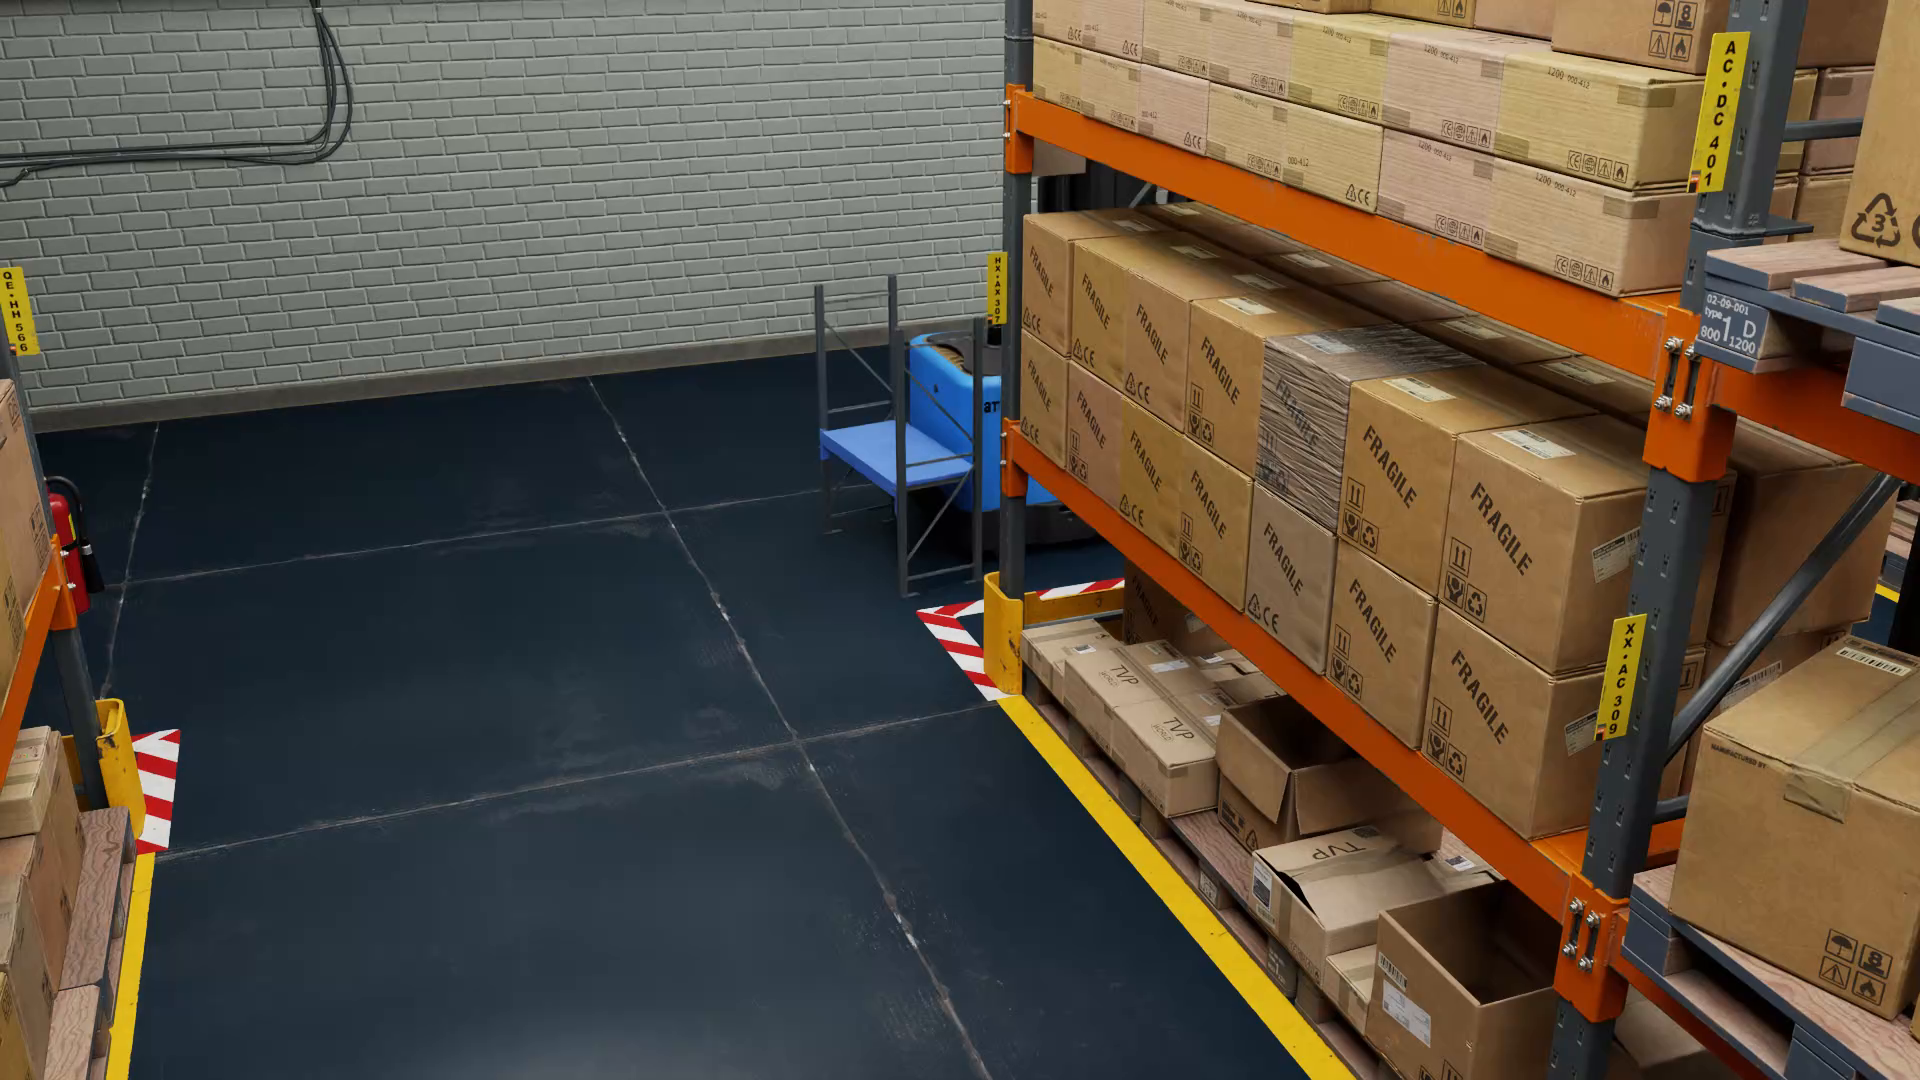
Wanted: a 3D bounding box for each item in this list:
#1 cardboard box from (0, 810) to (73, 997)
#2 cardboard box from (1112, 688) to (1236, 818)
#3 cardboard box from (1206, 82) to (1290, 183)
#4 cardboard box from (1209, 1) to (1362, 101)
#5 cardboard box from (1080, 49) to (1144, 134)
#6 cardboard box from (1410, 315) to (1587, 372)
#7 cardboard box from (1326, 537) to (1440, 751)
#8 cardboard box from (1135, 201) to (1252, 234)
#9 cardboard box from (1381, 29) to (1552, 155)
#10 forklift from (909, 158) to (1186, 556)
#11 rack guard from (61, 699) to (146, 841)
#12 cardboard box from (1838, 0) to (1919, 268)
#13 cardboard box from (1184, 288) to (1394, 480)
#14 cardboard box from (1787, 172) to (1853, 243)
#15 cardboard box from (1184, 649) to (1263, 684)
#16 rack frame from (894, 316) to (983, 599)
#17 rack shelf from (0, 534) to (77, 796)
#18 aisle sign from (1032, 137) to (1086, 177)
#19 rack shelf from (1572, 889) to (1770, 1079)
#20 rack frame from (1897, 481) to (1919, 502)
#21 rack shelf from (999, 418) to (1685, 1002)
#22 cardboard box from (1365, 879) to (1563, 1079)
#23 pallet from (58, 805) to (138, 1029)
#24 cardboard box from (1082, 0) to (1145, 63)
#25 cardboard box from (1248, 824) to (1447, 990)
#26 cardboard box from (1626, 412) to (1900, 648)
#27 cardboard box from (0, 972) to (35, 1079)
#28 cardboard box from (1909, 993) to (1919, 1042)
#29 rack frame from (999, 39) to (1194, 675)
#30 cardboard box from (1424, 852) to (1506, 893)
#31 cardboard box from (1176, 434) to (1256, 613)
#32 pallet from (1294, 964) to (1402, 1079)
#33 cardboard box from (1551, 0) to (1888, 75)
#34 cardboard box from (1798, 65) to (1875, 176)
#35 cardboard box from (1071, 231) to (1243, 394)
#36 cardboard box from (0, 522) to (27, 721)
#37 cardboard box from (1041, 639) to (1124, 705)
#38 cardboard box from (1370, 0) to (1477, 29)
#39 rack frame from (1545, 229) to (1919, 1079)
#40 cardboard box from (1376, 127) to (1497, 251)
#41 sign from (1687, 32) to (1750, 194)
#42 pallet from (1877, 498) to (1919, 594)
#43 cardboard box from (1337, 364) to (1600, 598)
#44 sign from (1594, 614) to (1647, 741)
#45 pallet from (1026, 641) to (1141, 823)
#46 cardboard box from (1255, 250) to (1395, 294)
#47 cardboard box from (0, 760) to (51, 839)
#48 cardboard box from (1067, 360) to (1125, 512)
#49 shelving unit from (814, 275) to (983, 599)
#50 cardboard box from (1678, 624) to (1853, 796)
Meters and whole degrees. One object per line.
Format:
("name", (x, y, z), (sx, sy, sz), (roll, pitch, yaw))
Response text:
("cardboard box", (-3.438, 1.262, 5.573), (0.700, 0.500, 0.500), (-8, 24, -19))
("cardboard box", (0.957, 0.864, 6.812), (0.500, 0.250, 0.500), (-8, 24, -19))
("cardboard box", (1.146, -1.346, 5.413), (0.500, 0.250, 0.500), (-8, 24, -19))
("cardboard box", (1.141, -1.576, 5.314), (0.500, 0.250, 0.500), (-8, 24, -19))
("cardboard box", (0.786, -1.708, 6.272), (0.500, 0.250, 0.500), (-8, 24, -19))
("cardboard box", (1.823, -0.438, 5.510), (0.500, 0.500, 0.500), (-9, 25, -21))
("cardboard box", (1.490, 0.273, 5.110), (0.500, 0.500, 0.500), (-8, 24, -17))
("cardboard box", (1.092, -1.183, 7.279), (0.500, 0.500, 0.500), (-9, 24, -19))
("cardboard box", (1.491, -1.212, 4.451), (0.500, 0.250, 0.500), (-8, 24, -19))
("forklift", (1.257, -1.602, 9.777), (3.031, 2.935, 1.130), (-8, 24, -19))
("rack guard", (-3.964, 1.024, 6.677), (1.175, 0.500, 0.348), (-8, 24, -19))
("cardboard box", (2.199, -0.822, 3.177), (0.600, 0.600, 0.600), (-11, 25, -24))
("cardboard box", (1.132, -0.554, 5.786), (0.500, 0.500, 0.500), (-9, 24, -19))
("cardboard box", (2.150, -0.871, 4.285), (0.500, 0.250, 0.500), (-8, 24, -19))
("cardboard box", (1.159, 0.626, 7.485), (0.380, 0.166, 0.250), (-8, 24, -19))
("rack frame", (-0.107, -0.421, 8.817), (0.500, 1.500, 0.032), (-12, 26, -26))
("rack shelf", (-3.249, 0.939, 4.586), (1.077, 0.370, 4.000), (-8, 24, -19))
("aisle sign", (0.379, -1.983, 7.245), (0.394, 0.787, 0.004), (-8, 24, -19))
("rack shelf", (2.797, 1.711, 2.754), (1.077, 0.370, 4.000), (-8, 24, -19))
("rack frame", (5.313, -1.479, 9.396), (1.000, 3.000, 0.127), (-8, 24, -19))
("rack shelf", (1.384, 0.258, 6.202), (1.077, 0.370, 4.000), (-8, 24, -19))
("cardboard box", (1.624, 1.434, 5.137), (0.500, 0.500, 0.500), (-8, 24, -19))
("pallet", (-3.600, 1.446, 6.049), (1.003, 0.211, 1.213), (-8, 24, -19))
("cardboard box", (0.785, -1.939, 6.175), (0.500, 0.250, 0.500), (-8, 24, -19))
("cardboard box", (1.359, 1.249, 5.821), (0.500, 0.311, 0.500), (-8, 24, -19))
("cardboard box", (2.187, -0.064, 4.623), (0.500, 0.500, 0.500), (-8, 24, -18))
("cardboard box", (-3.064, 1.637, 4.682), (0.700, 0.500, 0.500), (-8, 24, -18))
("cardboard box", (2.351, 0.857, 3.184), (0.700, 0.500, 0.500), (-5, 23, -11))
("rack frame", (0.677, -0.800, 7.787), (1.000, 3.000, 0.127), (-8, 24, -19))
("cardboard box", (1.830, 1.261, 5.978), (0.380, 0.166, 0.250), (-8, 24, -19))
("cardboard box", (1.124, -0.098, 5.991), (0.500, 0.500, 0.500), (-8, 24, -18))
("pallet", (1.849, 1.689, 5.472), (1.003, 0.211, 1.213), (-8, 24, -19))
("cardboard box", (1.883, -1.407, 3.949), (0.700, 0.500, 0.500), (-8, 24, -19))
("cardboard box", (2.151, -1.101, 4.188), (0.500, 0.250, 0.500), (-8, 24, -19))
("cardboard box", (0.779, -0.921, 6.656), (0.500, 0.500, 0.500), (-8, 24, -18))
("cardboard box", (-3.499, 0.189, 5.053), (0.980, 0.700, 0.700), (-9, 24, -19))
("cardboard box", (0.592, 0.593, 7.563), (0.380, 0.166, 0.250), (-8, 24, -19))
("cardboard box", (1.657, -1.789, 4.855), (0.700, 0.500, 0.500), (-8, 24, -19))
("rack frame", (2.090, 0.653, 4.338), (1.000, 3.000, 0.127), (-8, 24, -19))
("cardboard box", (1.503, -0.983, 4.552), (0.500, 0.250, 0.500), (-8, 24, -19))
("sign", (1.585, -0.890, 3.472), (0.100, 0.325, 0.005), (-8, 24, -19))
("pallet", (5.568, 0.111, 9.214), (1.003, 0.211, 1.213), (-8, 24, -19))
("cardboard box", (1.486, -0.188, 4.917), (0.500, 0.500, 0.500), (-9, 24, -20))
("sign", (1.585, 0.331, 3.987), (0.100, 0.325, 0.005), (-8, 24, -19))
("pallet", (0.987, 0.802, 7.576), (1.003, 0.211, 1.213), (-8, 24, -19))
("cardboard box", (1.459, -0.812, 6.398), (0.500, 0.500, 0.500), (-8, 24, -18))
("cardboard box", (-3.308, 0.895, 5.606), (0.380, 0.149, 0.250), (-8, 24, -18))
("cardboard box", (0.775, -0.462, 6.856), (0.500, 0.500, 0.500), (-9, 24, -20))
("shelving unit", (-0.346, -0.595, 9.230), (0.538, 1.500, 1.048), (-12, 26, -26))
("cardboard box", (2.165, 0.384, 4.847), (0.500, 0.500, 0.500), (-8, 24, -18))
